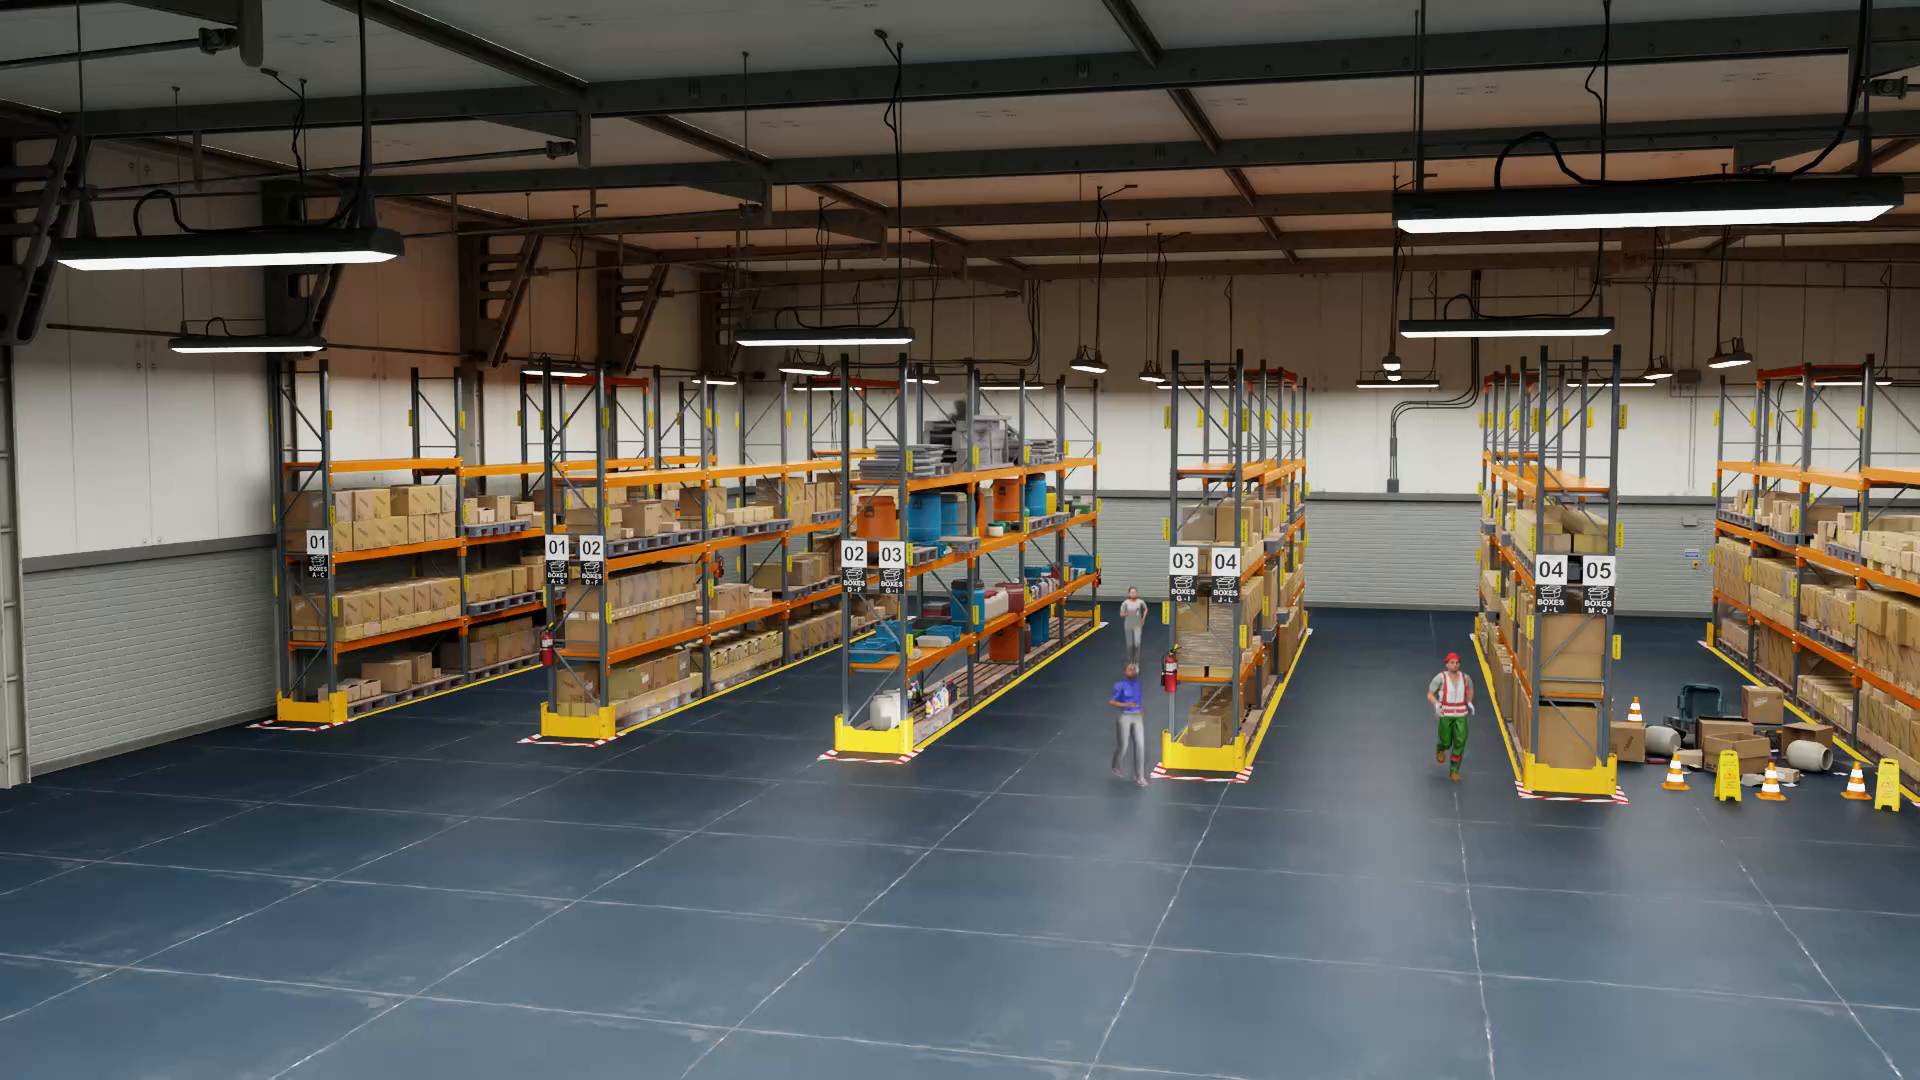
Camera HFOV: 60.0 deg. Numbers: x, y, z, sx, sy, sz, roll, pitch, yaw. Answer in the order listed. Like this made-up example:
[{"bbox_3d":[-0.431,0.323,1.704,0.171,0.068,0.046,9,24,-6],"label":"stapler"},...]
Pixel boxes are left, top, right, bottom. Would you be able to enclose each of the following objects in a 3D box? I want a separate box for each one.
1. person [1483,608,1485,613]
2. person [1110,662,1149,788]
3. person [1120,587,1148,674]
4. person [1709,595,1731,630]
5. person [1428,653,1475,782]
[{"bbox_3d":[12.508,1.333,38.951,0.716,1.714,0.708,1,4,14],"label":"person"},{"bbox_3d":[2.334,2.522,22.966,0.584,1.690,0.778,-2,4,-23],"label":"person"},{"bbox_3d":[3.455,1.782,33.146,0.546,1.717,0.720,1,4,8],"label":"person"},{"bbox_3d":[17.443,1.440,38.016,0.734,1.707,0.710,4,5,41],"label":"person"},{"bbox_3d":[6.895,2.453,23.319,0.670,1.766,0.804,0,4,1],"label":"person"}]
